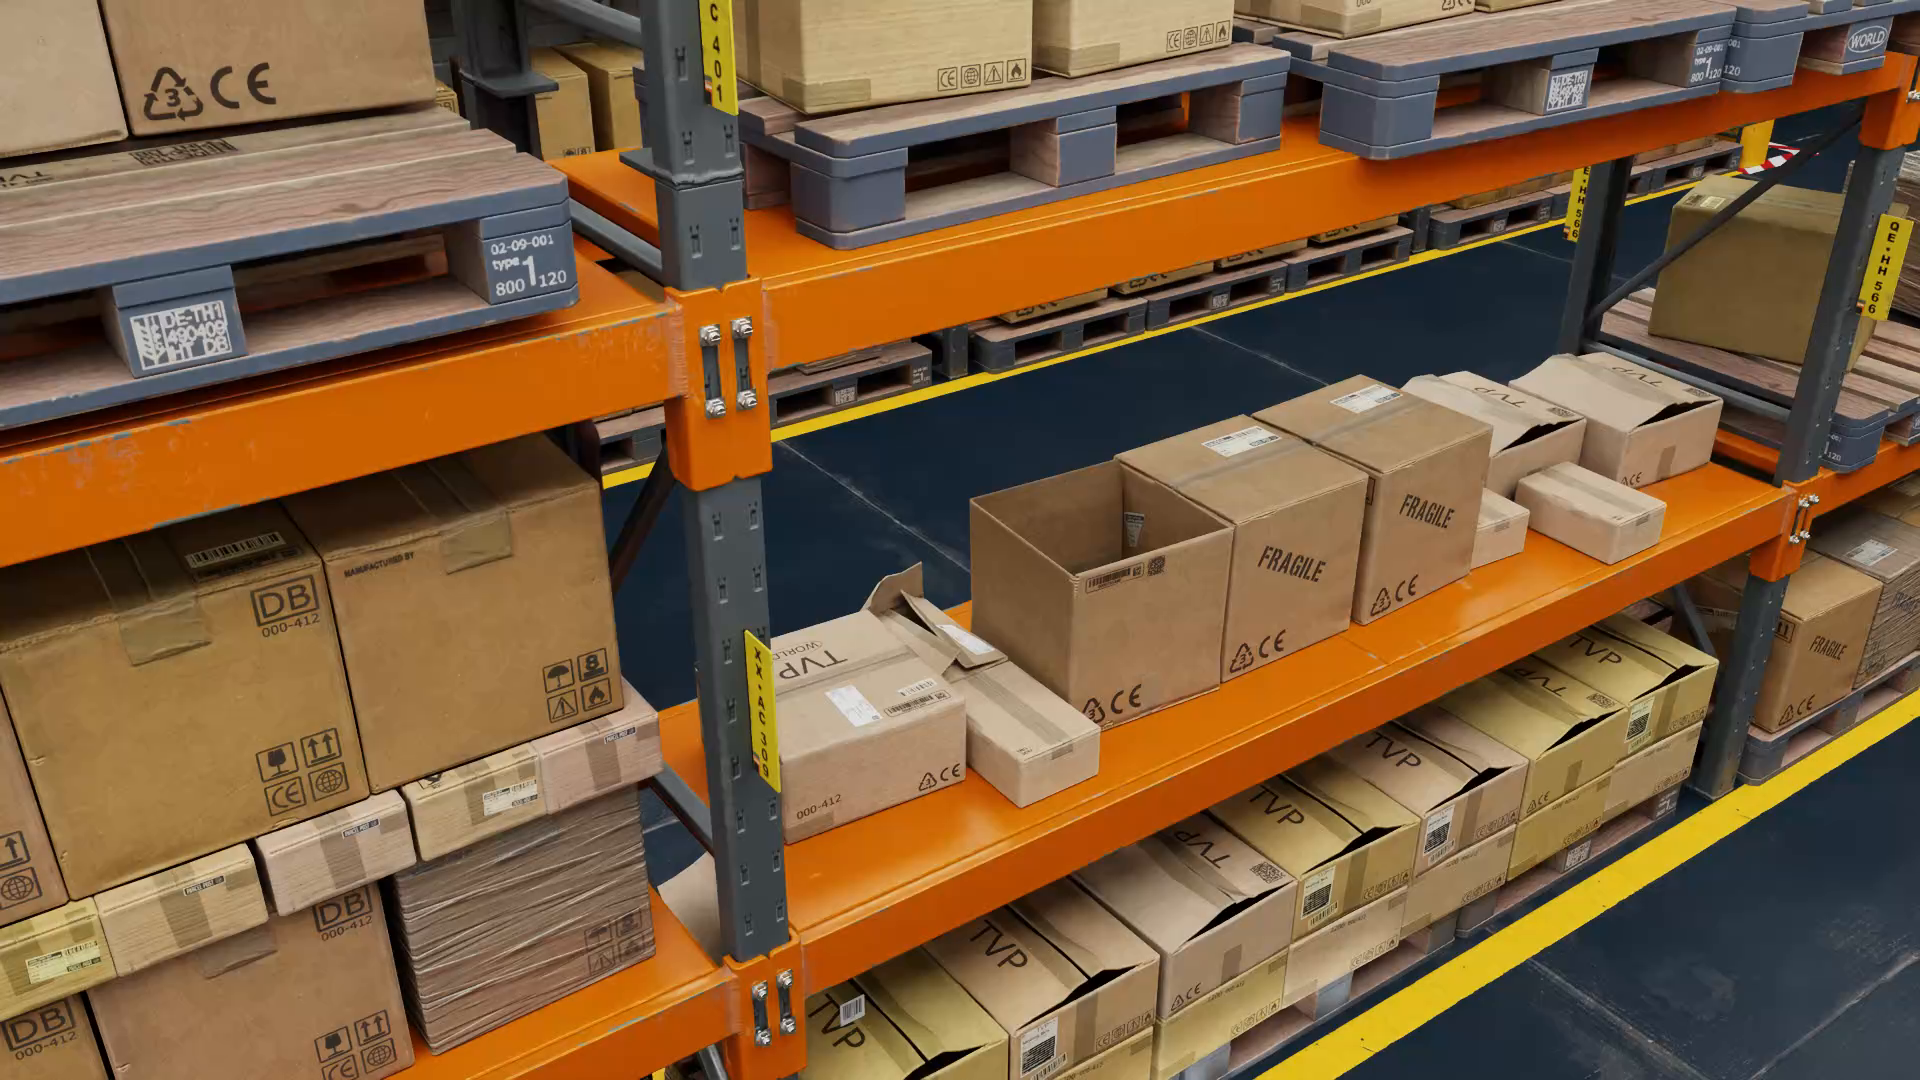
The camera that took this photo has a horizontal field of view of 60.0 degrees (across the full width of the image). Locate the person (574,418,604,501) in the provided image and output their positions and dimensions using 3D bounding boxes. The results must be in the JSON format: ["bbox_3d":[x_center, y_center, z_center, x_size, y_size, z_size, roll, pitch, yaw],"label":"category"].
[{"bbox_3d":[-1.635,-0.066,6.262,0.655,1.774,0.415,-20,34,-32],"label":"person"}]
